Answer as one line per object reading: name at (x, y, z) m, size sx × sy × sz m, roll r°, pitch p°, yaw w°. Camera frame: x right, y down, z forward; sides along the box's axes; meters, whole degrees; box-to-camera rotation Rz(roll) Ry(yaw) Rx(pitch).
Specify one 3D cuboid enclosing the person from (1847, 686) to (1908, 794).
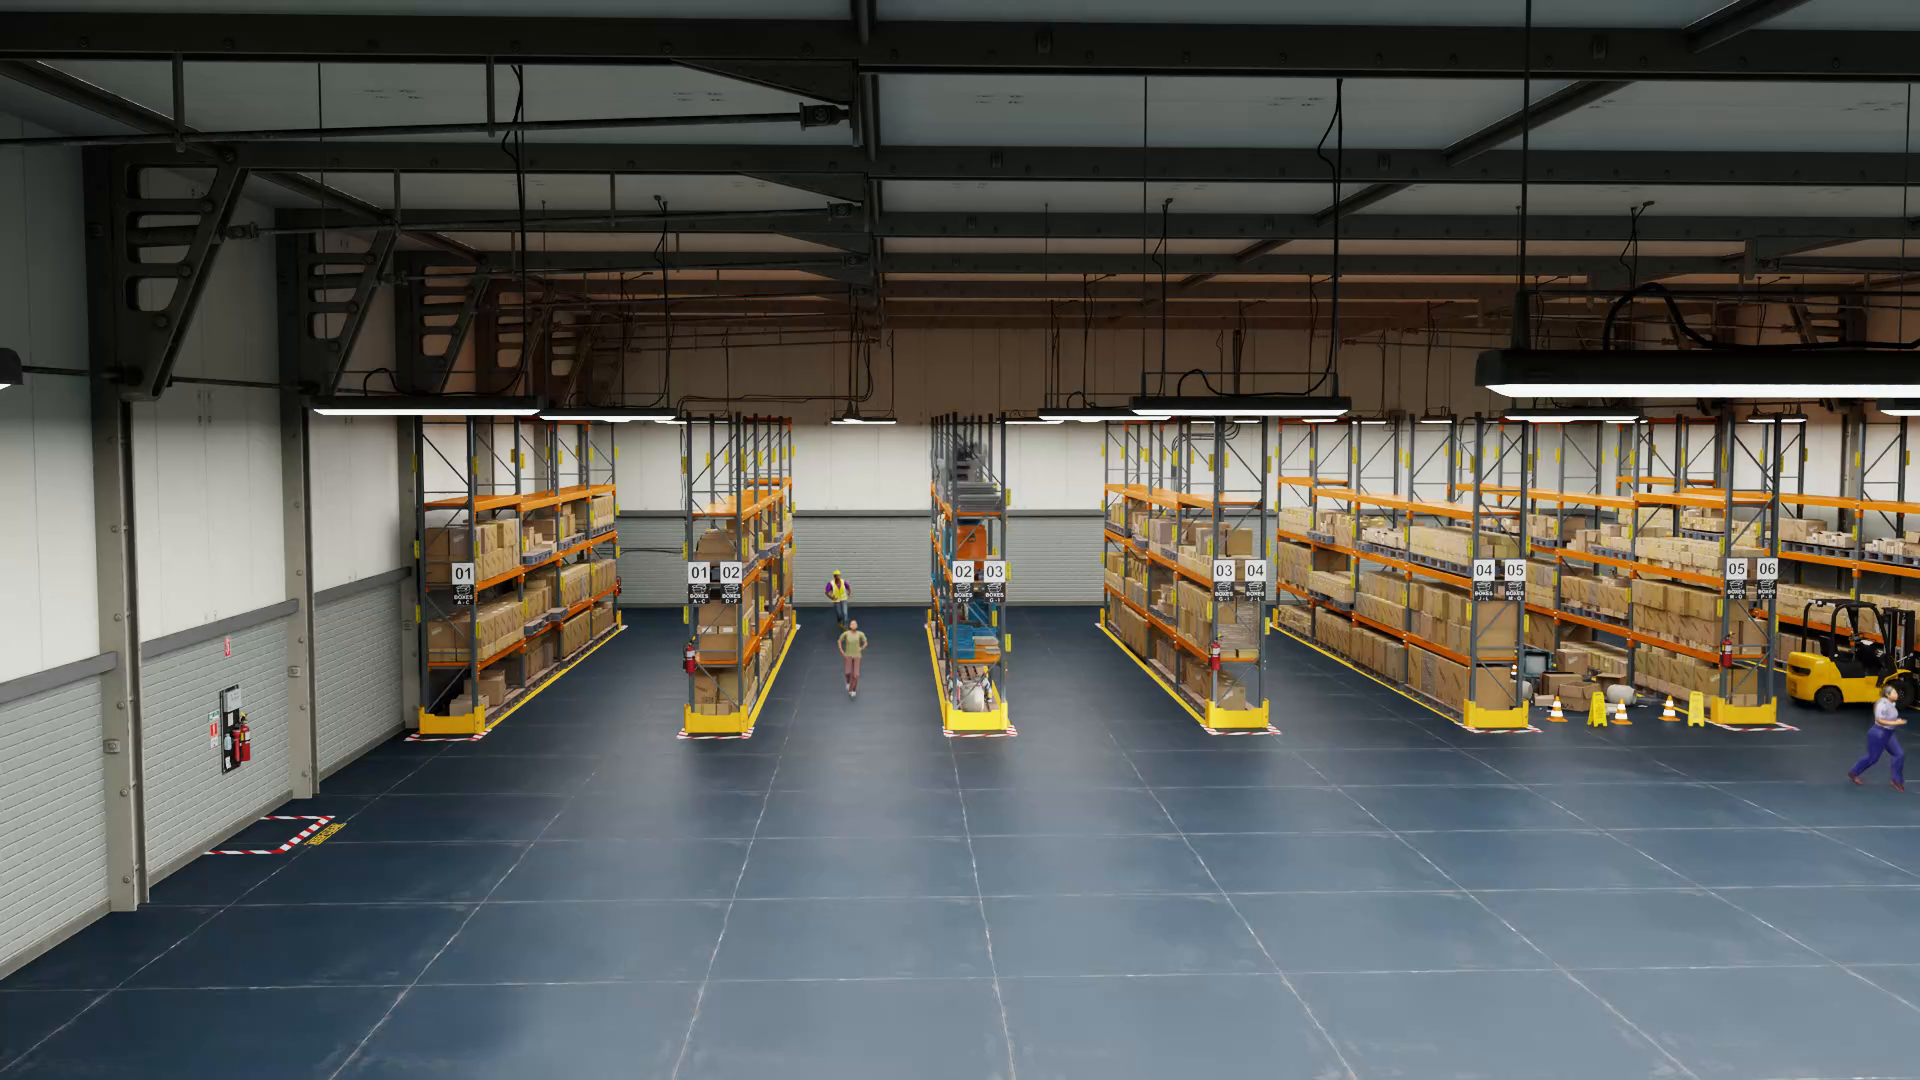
person at (14.493, 3.129, 26.236) m, size 0.627 × 1.694 × 0.878 m, roll -4°, pitch 5°, yaw -44°

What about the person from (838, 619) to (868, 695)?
person at (-2.270, 2.497, 35.361) m, size 0.637 × 1.625 × 0.519 m, roll 0°, pitch 4°, yaw -5°

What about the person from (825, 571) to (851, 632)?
person at (-3.399, 1.707, 46.587) m, size 0.739 × 1.704 × 0.687 m, roll -1°, pitch 4°, yaw -17°
